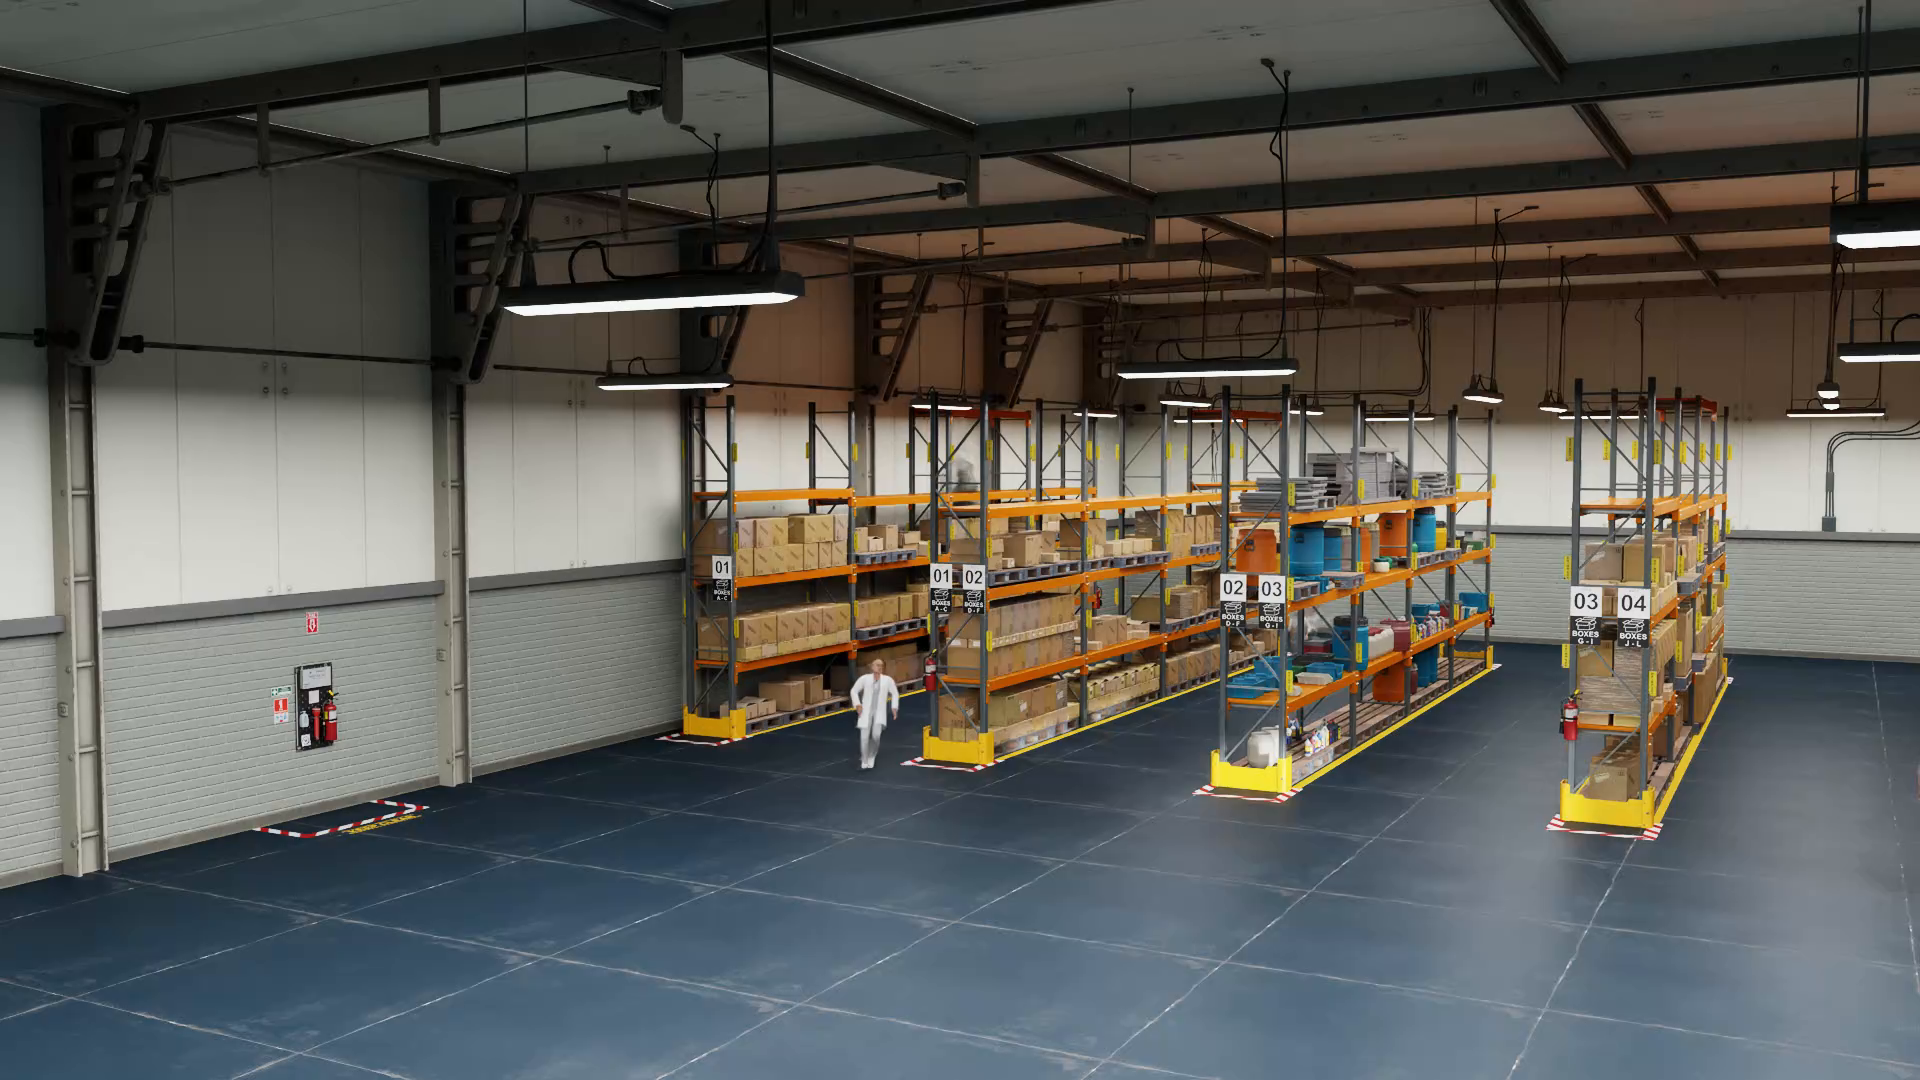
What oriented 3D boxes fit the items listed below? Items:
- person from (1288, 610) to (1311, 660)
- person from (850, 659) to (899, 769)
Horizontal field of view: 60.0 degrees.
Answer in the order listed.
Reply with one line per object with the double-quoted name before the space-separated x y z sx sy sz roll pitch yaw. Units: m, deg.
"person" 7.403 2.264 36.451 0.537 1.596 0.877 1 3 17
"person" -1.361 2.764 26.335 0.769 1.719 0.588 0 3 -1
